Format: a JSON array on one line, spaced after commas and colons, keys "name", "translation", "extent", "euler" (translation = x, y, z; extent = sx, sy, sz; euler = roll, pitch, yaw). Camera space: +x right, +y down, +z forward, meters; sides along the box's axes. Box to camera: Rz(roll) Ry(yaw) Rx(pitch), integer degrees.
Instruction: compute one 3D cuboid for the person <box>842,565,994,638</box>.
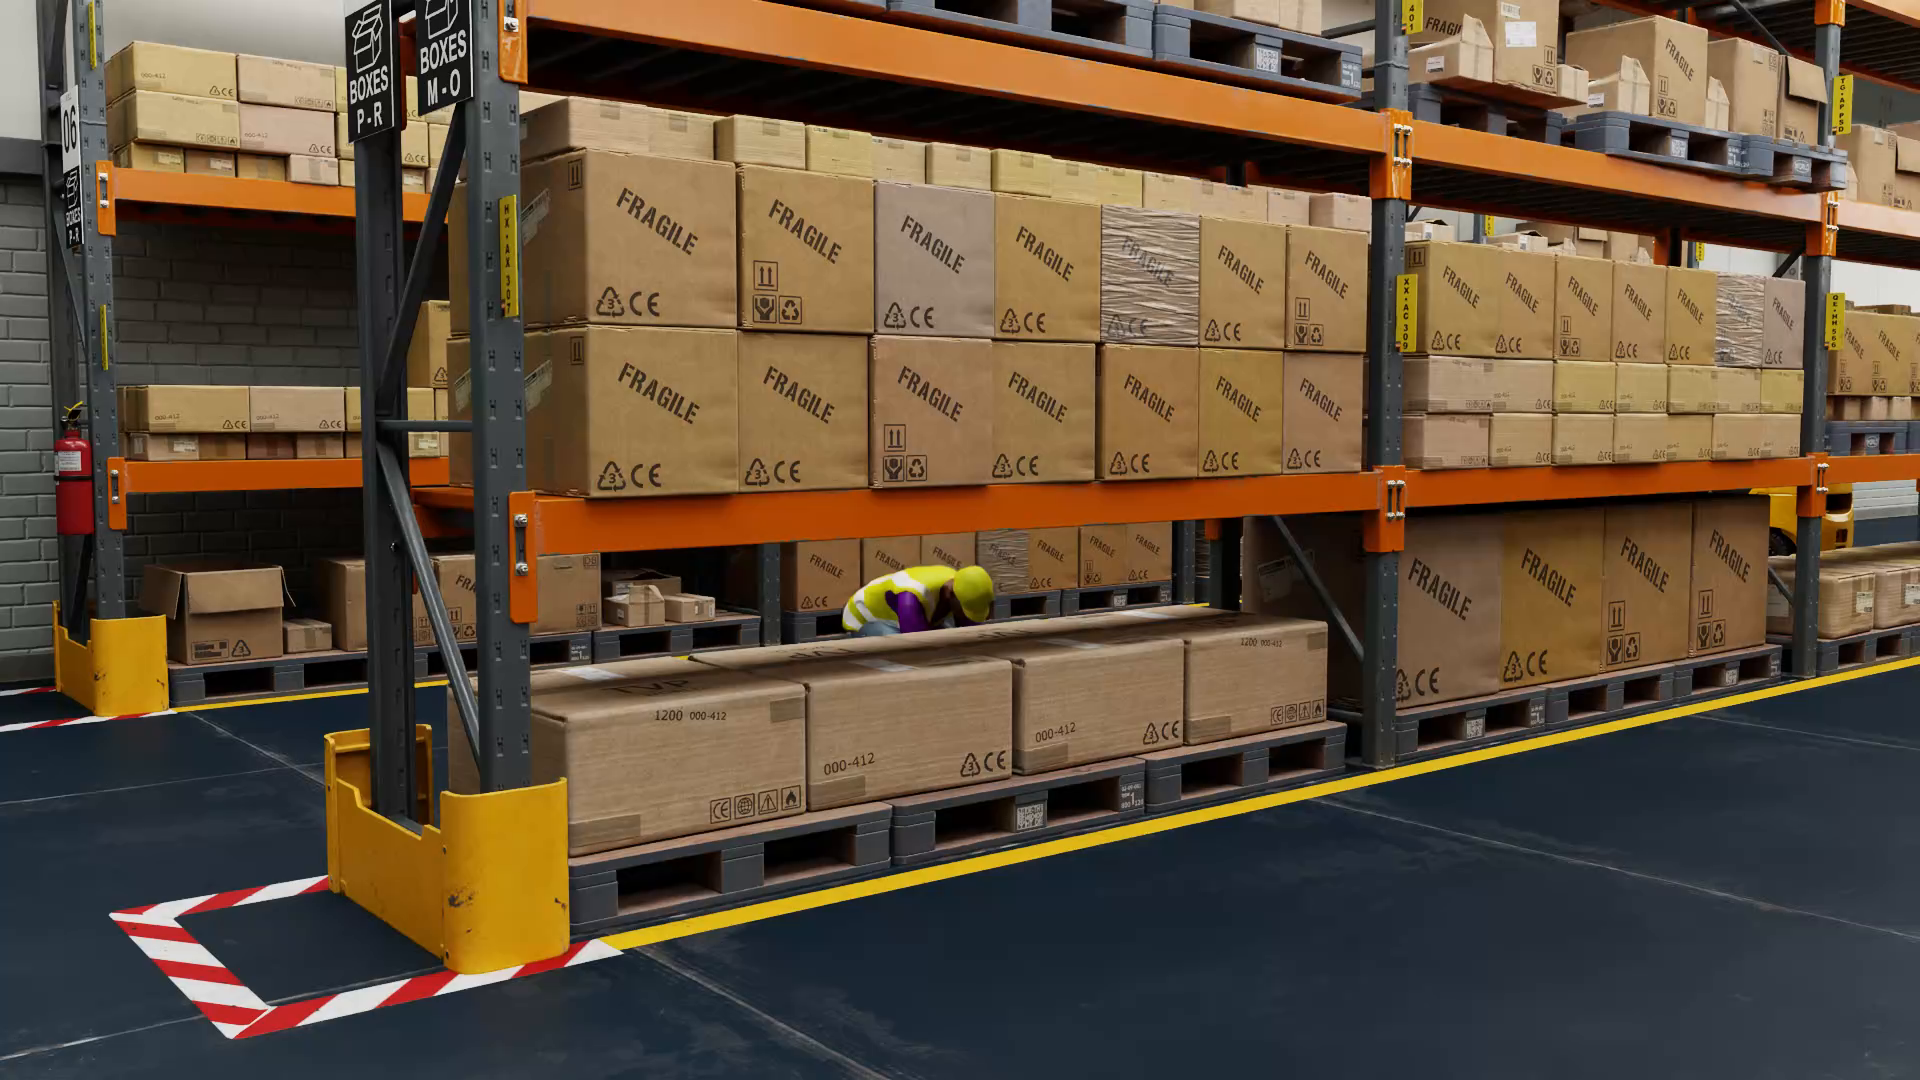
[{"name": "person", "translation": [-0.182, 0.530, 8.614], "extent": [0.532, 0.846, 0.949], "euler": [-4, 6, -40]}]
